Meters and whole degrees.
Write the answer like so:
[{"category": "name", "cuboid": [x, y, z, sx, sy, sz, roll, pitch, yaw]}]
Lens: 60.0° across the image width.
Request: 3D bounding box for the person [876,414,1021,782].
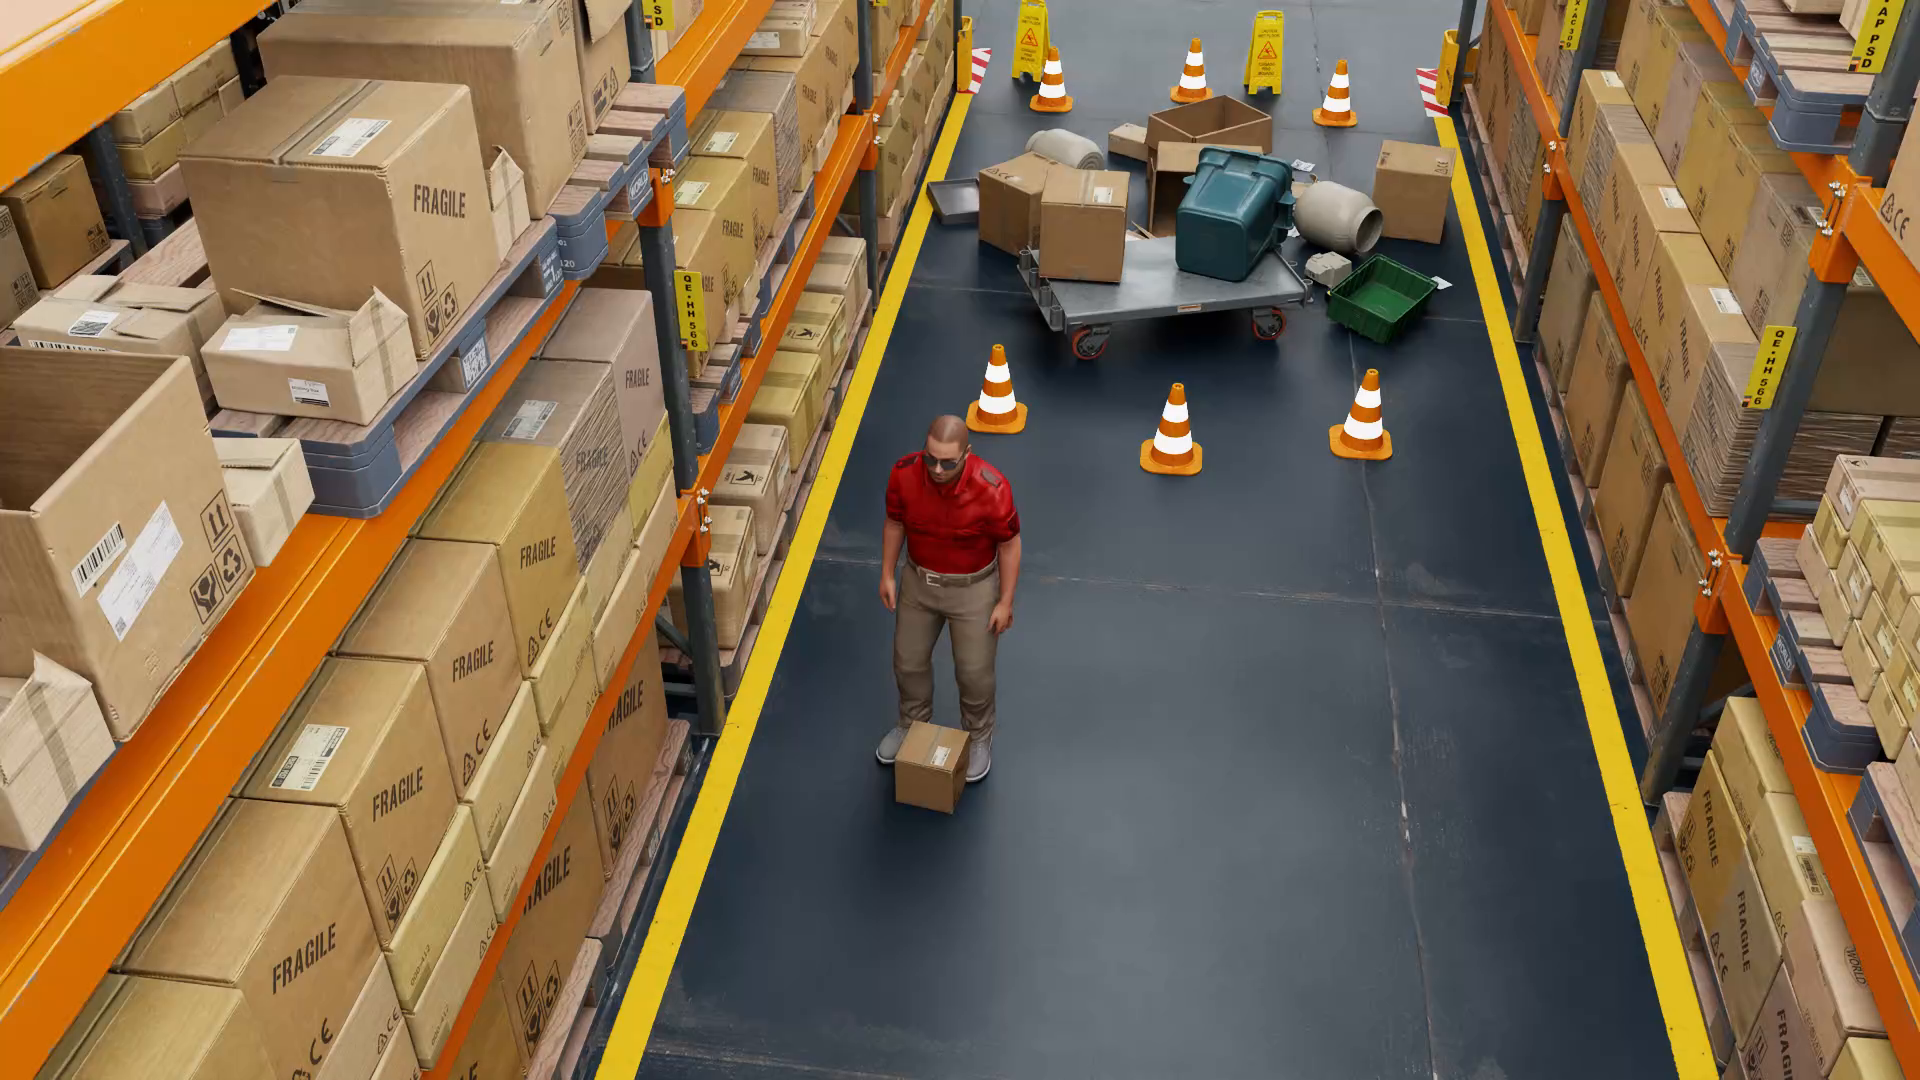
[{"category": "person", "cuboid": [-0.050, 0.211, 6.762, 0.584, 1.726, 0.395, 11, 37, 15]}]
